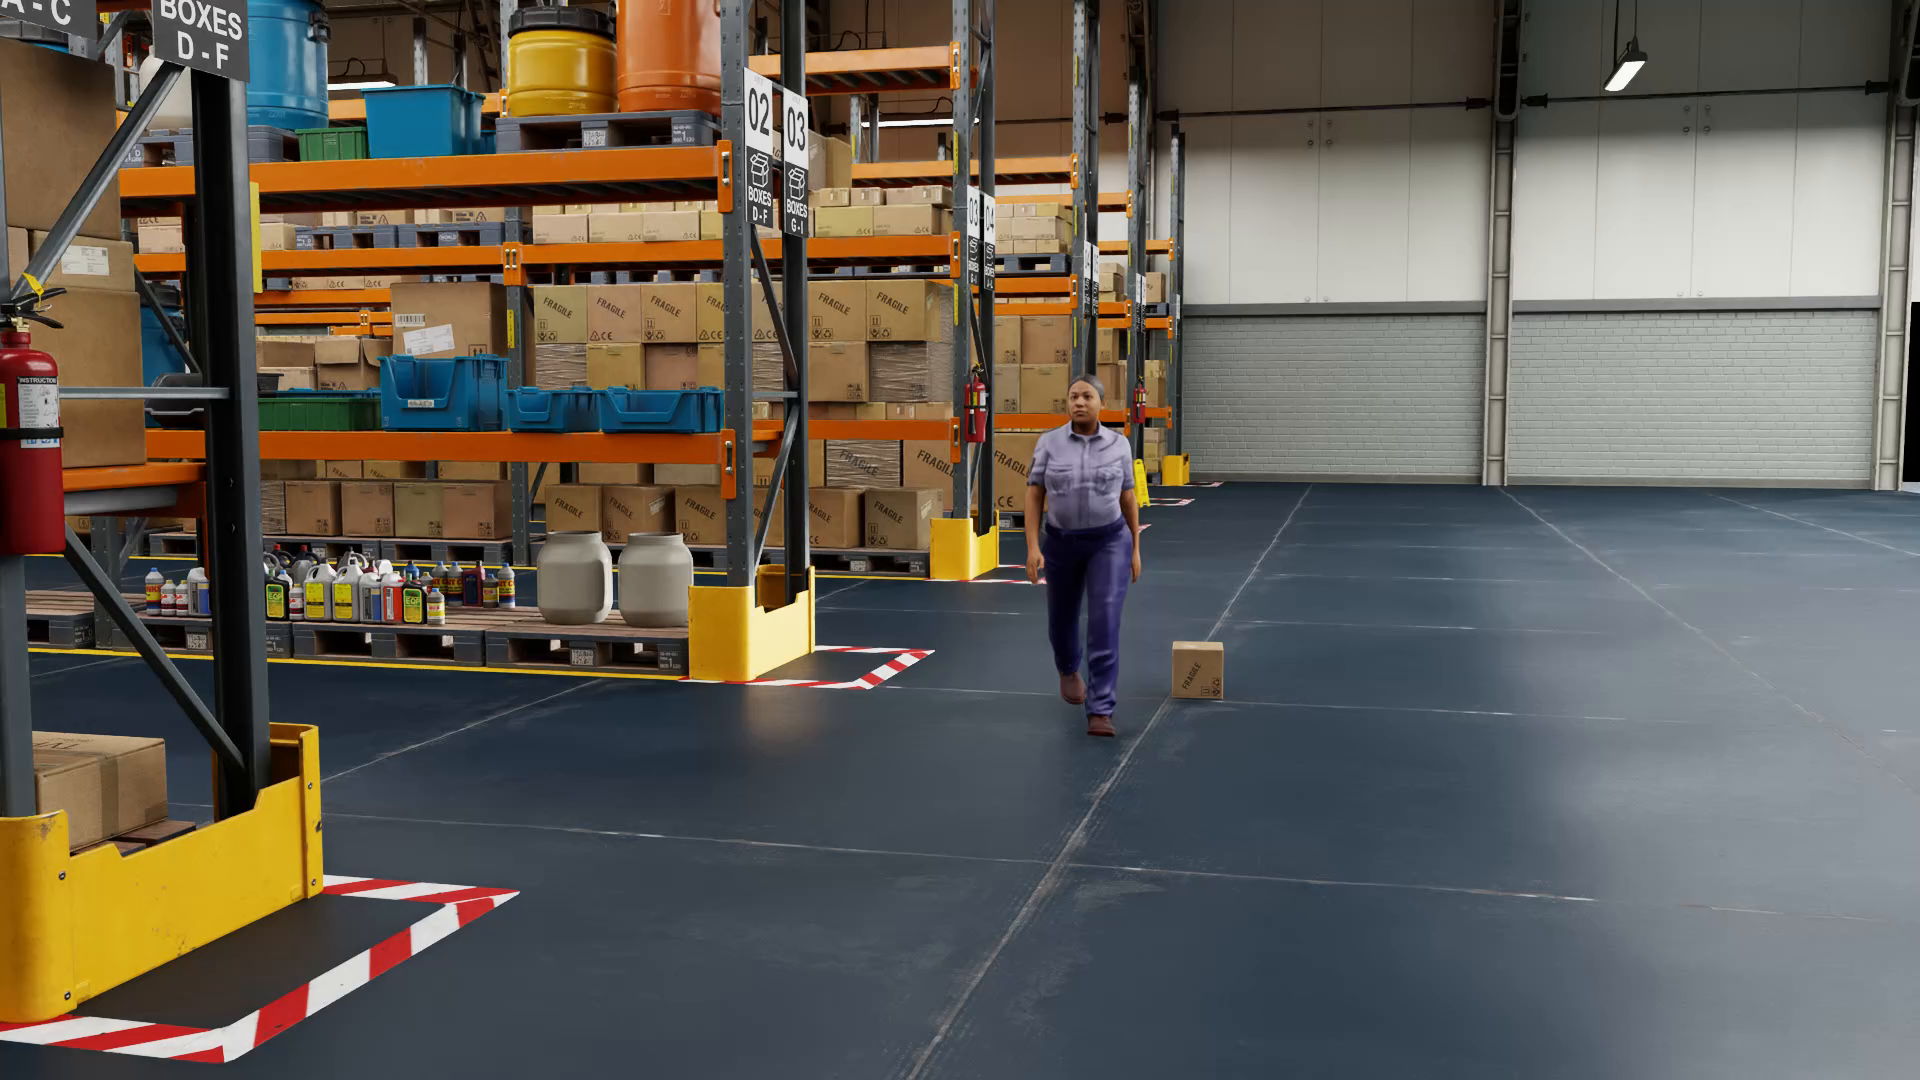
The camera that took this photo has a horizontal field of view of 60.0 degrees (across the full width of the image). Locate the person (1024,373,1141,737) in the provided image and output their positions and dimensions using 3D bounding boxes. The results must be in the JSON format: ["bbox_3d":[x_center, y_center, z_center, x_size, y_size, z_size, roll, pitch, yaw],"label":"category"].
[{"bbox_3d":[0.559,0.047,7.545,0.516,1.573,1.015,1,5,9],"label":"person"}]
